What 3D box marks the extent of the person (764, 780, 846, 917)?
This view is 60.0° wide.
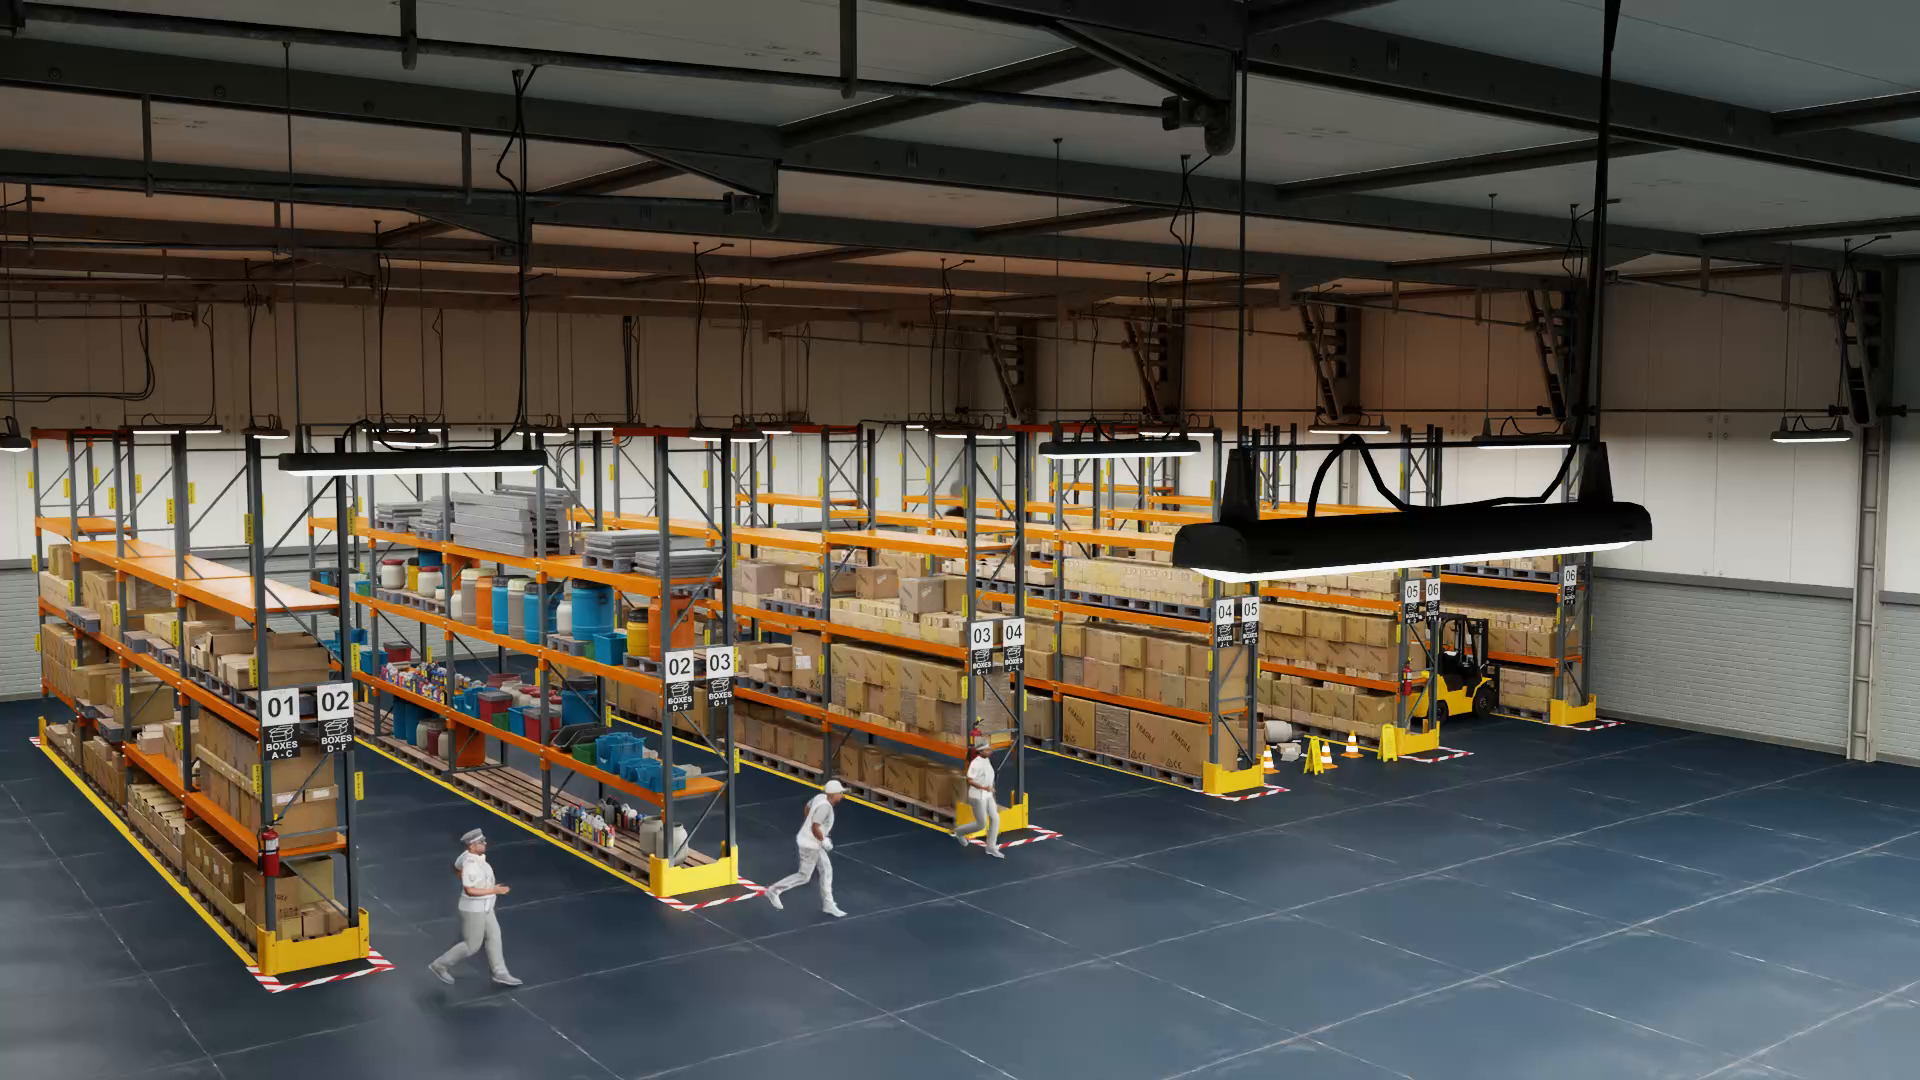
[{"bbox_3d":[-1.934,3.864,20.776,1.036,1.726,0.709,-1,5,-12],"label":"person"}]

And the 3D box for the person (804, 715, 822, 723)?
[{"bbox_3d":[-2.821,2.850,33.107,0.642,1.714,0.904,-4,6,-41],"label":"person"}]

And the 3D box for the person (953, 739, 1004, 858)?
[{"bbox_3d":[0.271,3.656,23.638,0.775,1.695,0.618,2,5,28],"label":"person"}]

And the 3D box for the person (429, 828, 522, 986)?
[{"bbox_3d":[-5.289,4.020,18.113,0.970,1.795,0.662,-1,5,-9],"label":"person"}]
